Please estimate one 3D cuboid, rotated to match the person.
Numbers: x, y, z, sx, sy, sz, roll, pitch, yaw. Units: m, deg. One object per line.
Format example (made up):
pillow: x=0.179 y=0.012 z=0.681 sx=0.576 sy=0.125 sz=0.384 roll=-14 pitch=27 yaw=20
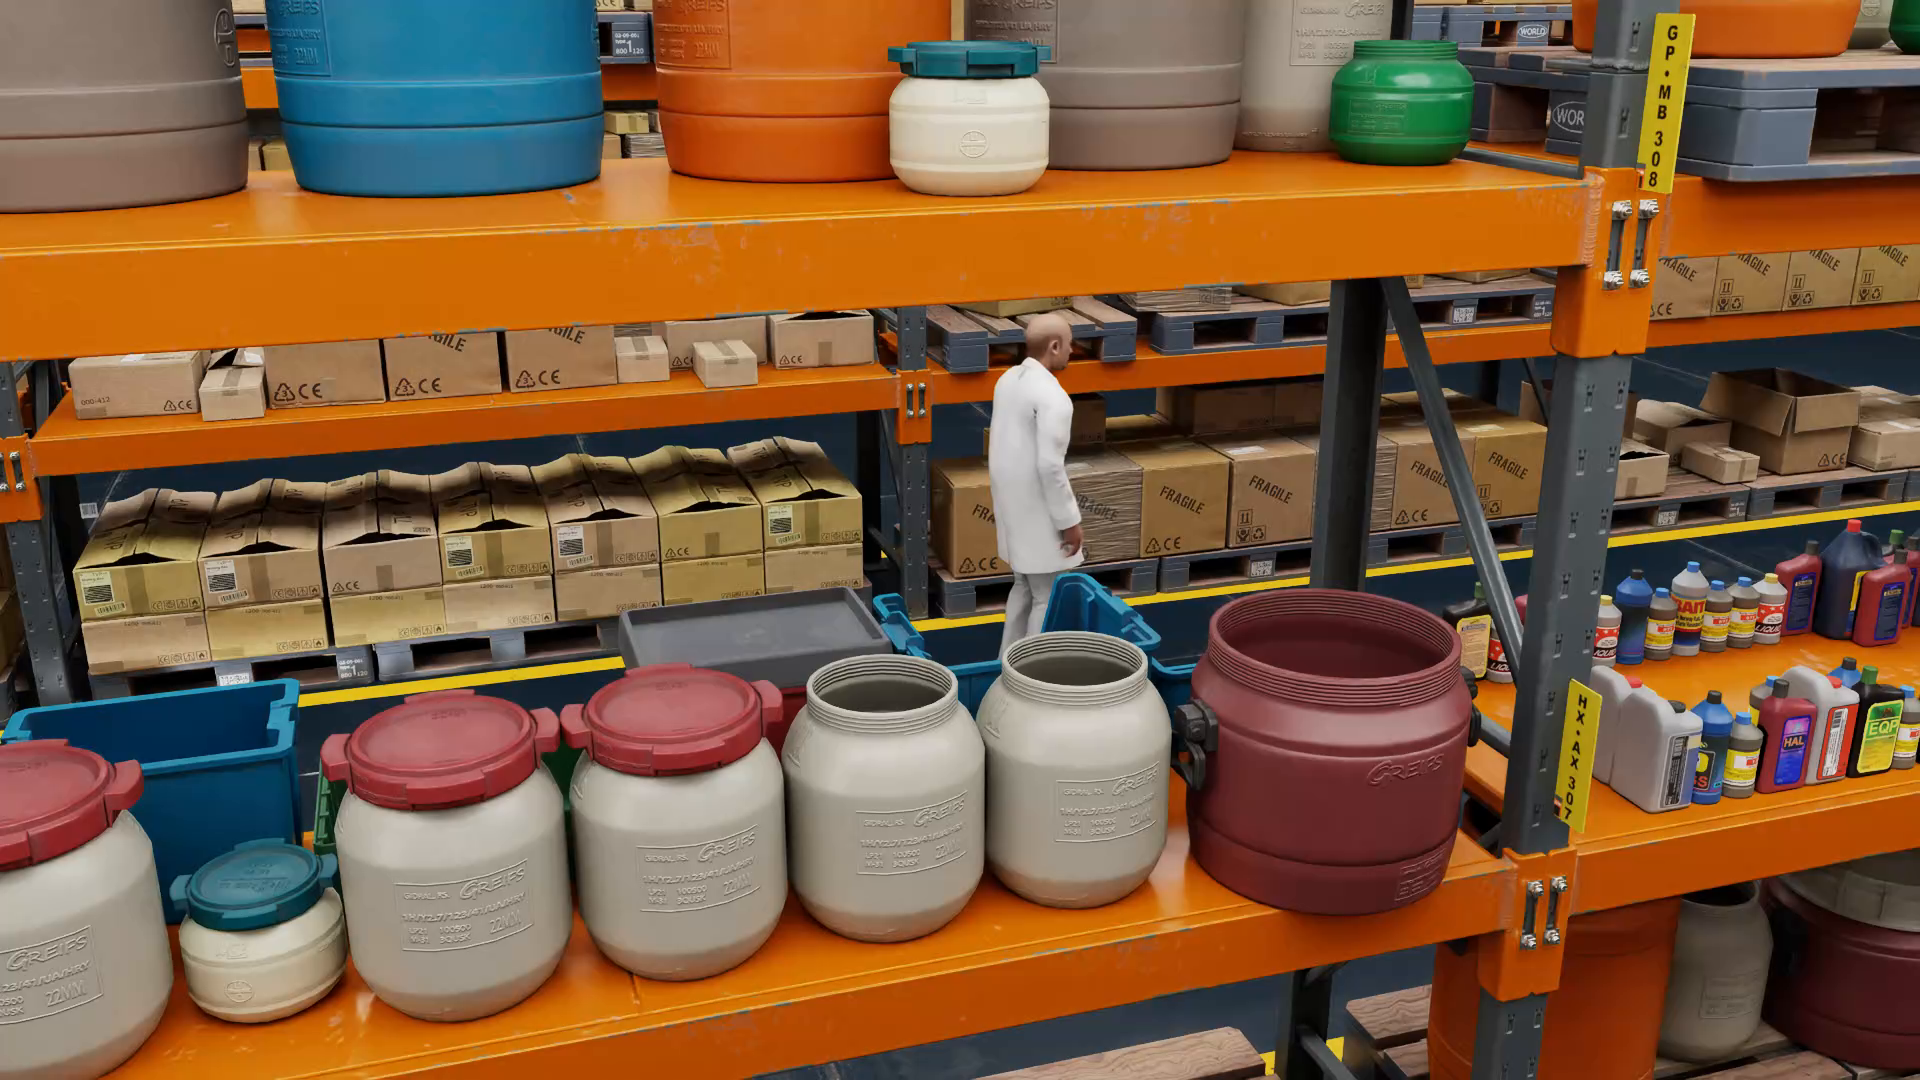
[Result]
person: x=0.351 y=-0.131 z=7.469 sx=0.423 sy=1.775 sz=0.655 roll=-7 pitch=20 yaw=-20
